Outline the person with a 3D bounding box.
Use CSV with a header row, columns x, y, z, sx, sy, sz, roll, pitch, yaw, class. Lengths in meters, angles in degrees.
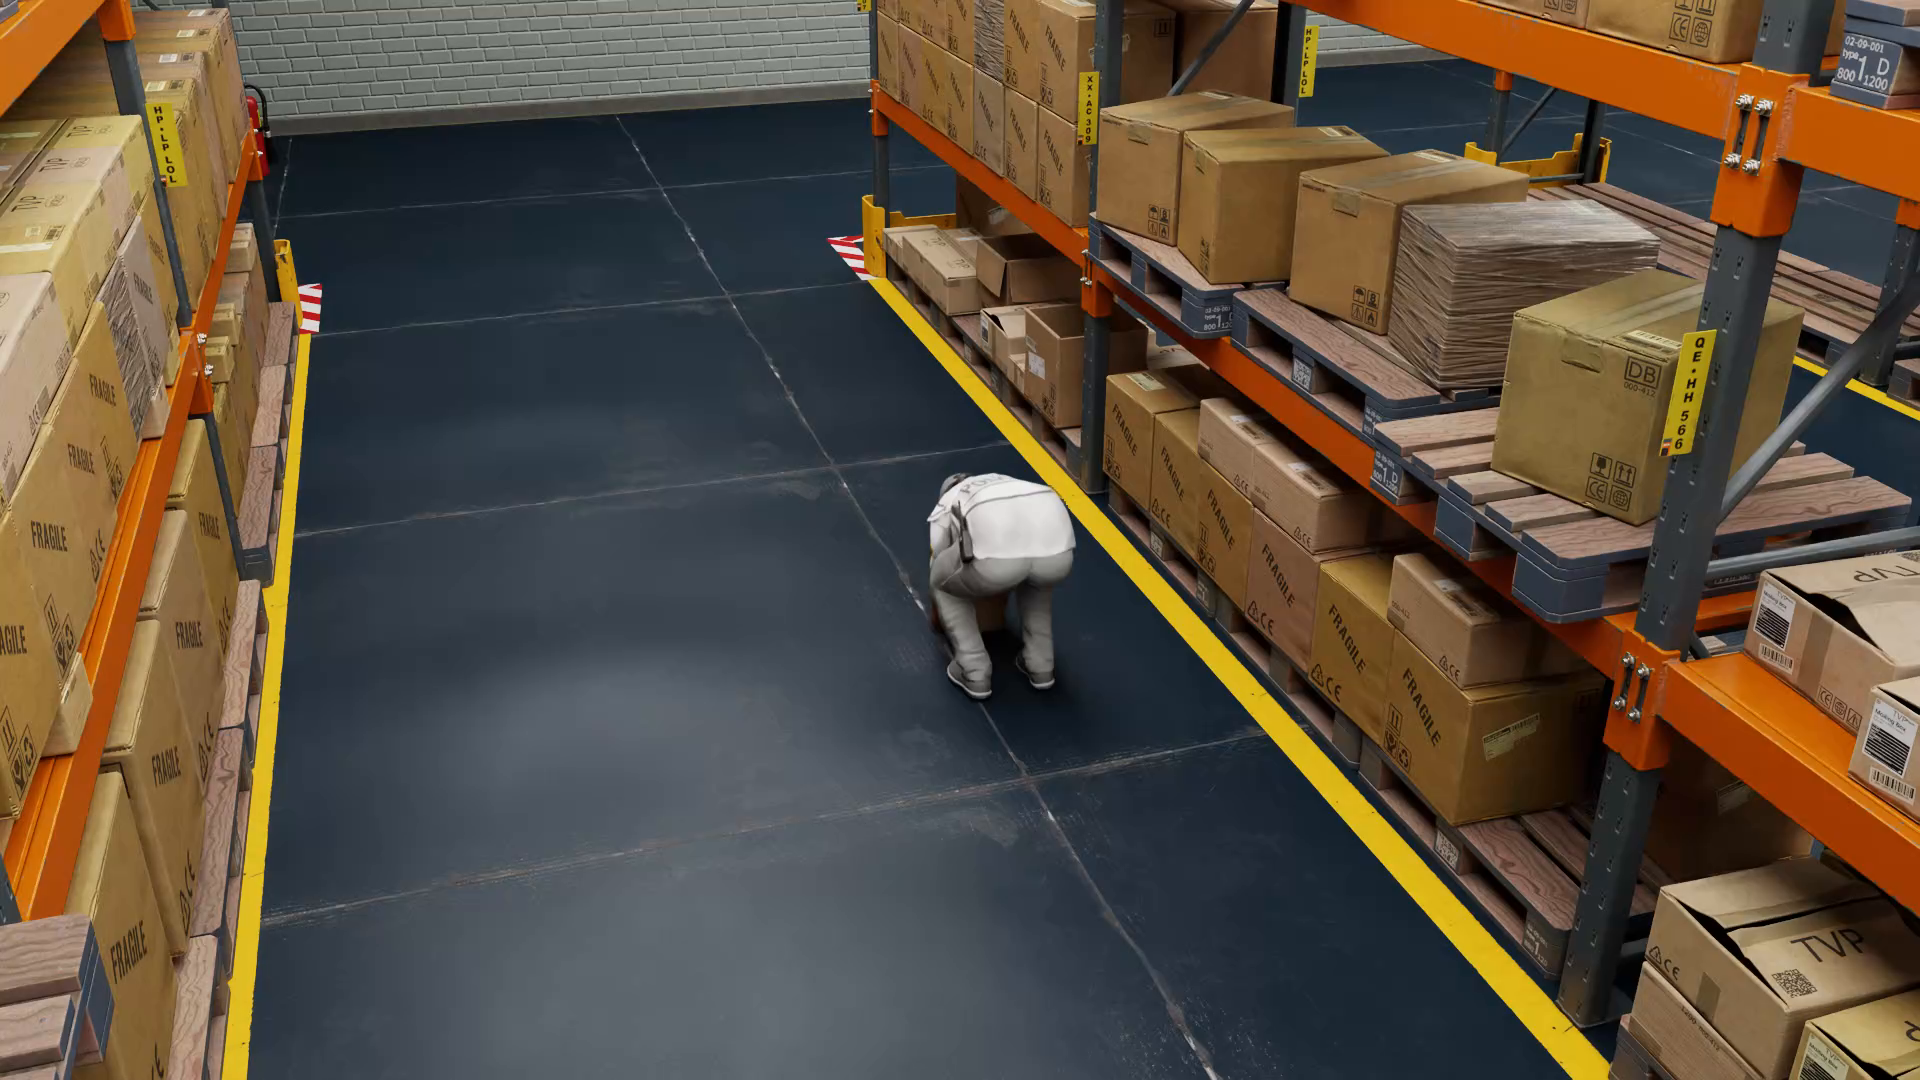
x,y,z,sx,sy,sz,roll,pitch,yaw,class
0.124,0.114,6.759,0.519,0.886,0.936,-9,28,-17,person
